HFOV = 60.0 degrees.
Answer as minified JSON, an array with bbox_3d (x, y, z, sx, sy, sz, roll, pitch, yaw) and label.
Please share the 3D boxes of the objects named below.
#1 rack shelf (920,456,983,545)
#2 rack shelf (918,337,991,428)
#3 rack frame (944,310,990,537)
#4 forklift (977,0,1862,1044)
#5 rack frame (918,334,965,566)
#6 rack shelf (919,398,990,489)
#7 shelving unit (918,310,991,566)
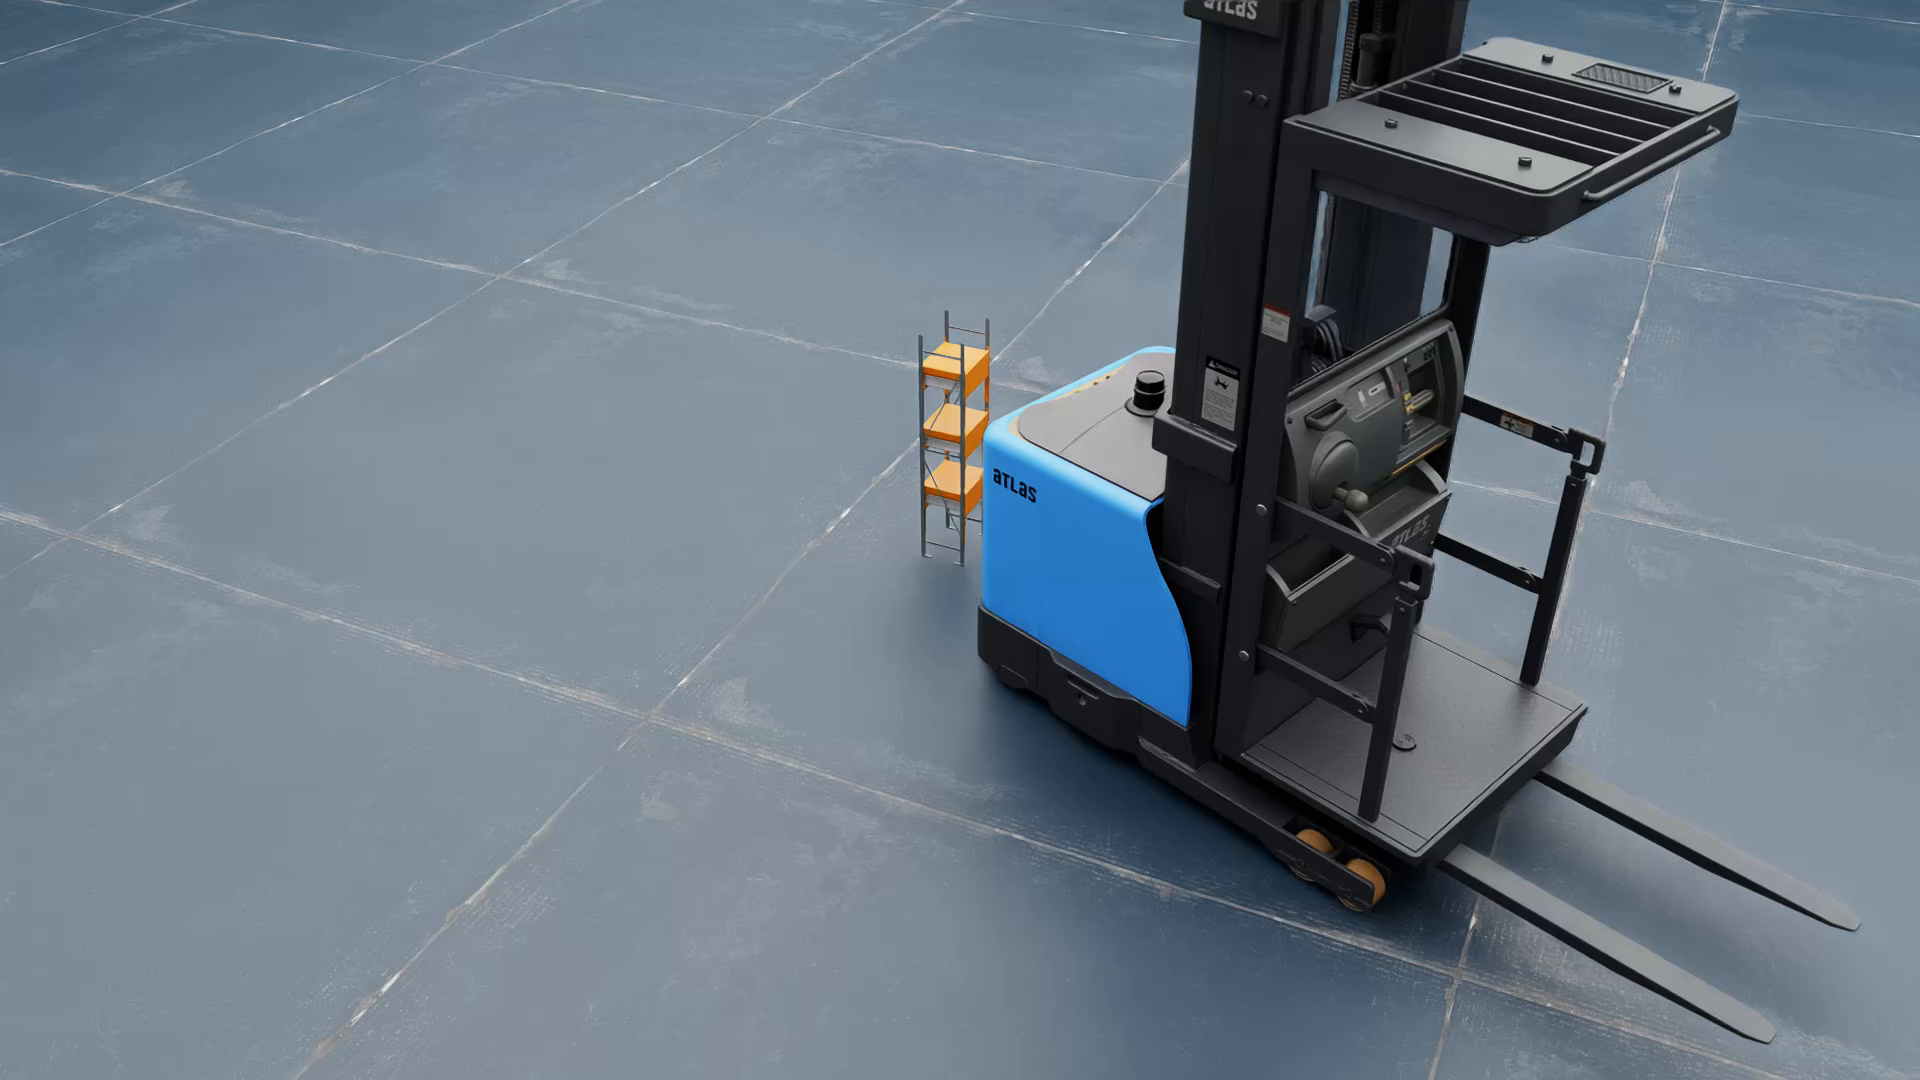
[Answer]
[{"bbox_3d":[-0.022,-0.171,7.080,0.215,0.259,0.240,14,36,20],"label":"rack shelf"},{"bbox_3d":[-0.022,-0.641,6.772,0.215,0.259,0.240,14,36,20],"label":"rack shelf"},{"bbox_3d":[0.029,-0.473,7.014,0.200,1.050,0.008,14,36,20],"label":"rack frame"},{"bbox_3d":[1.457,-0.342,5.098,1.130,2.935,3.031,-28,43,-36],"label":"forklift"},{"bbox_3d":[-0.073,-0.352,6.829,0.200,1.050,0.008,14,36,20],"label":"rack frame"},{"bbox_3d":[-0.022,-0.404,6.927,0.215,0.259,0.240,14,36,20],"label":"rack shelf"},{"bbox_3d":[-0.022,-0.412,6.921,0.215,1.050,0.252,14,36,20],"label":"shelving unit"}]
